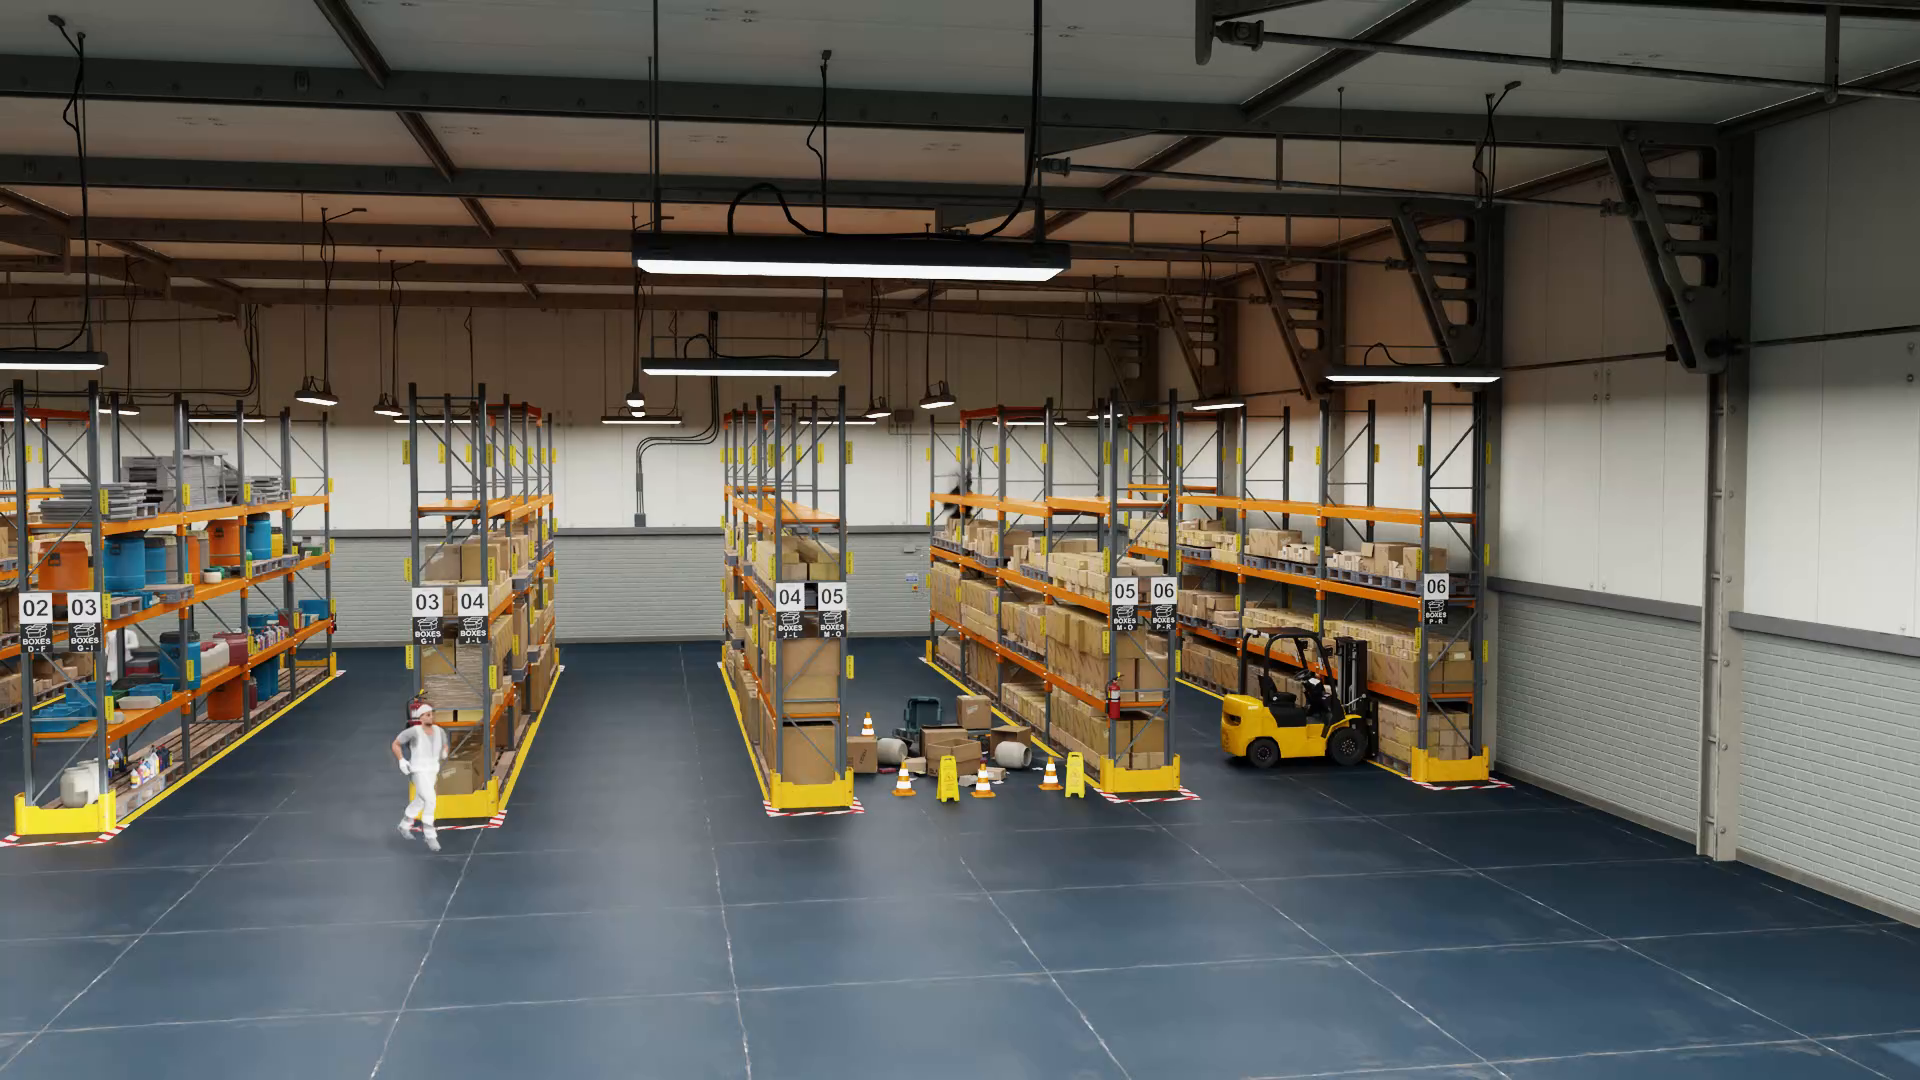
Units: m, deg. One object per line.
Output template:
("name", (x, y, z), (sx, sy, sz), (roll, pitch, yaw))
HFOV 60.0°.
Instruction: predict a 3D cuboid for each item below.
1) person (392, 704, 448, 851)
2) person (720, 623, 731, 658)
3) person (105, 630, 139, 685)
("person", (-6.884, 3.011, 21.372), (0.860, 1.818, 0.663), (2, 3, 28))
("person", (-5.667, 2.094, 40.795), (0.627, 1.680, 0.763), (1, 3, 13))
("person", (-16.532, 2.429, 32.757), (0.680, 1.812, 1.001), (-1, 3, -20))
